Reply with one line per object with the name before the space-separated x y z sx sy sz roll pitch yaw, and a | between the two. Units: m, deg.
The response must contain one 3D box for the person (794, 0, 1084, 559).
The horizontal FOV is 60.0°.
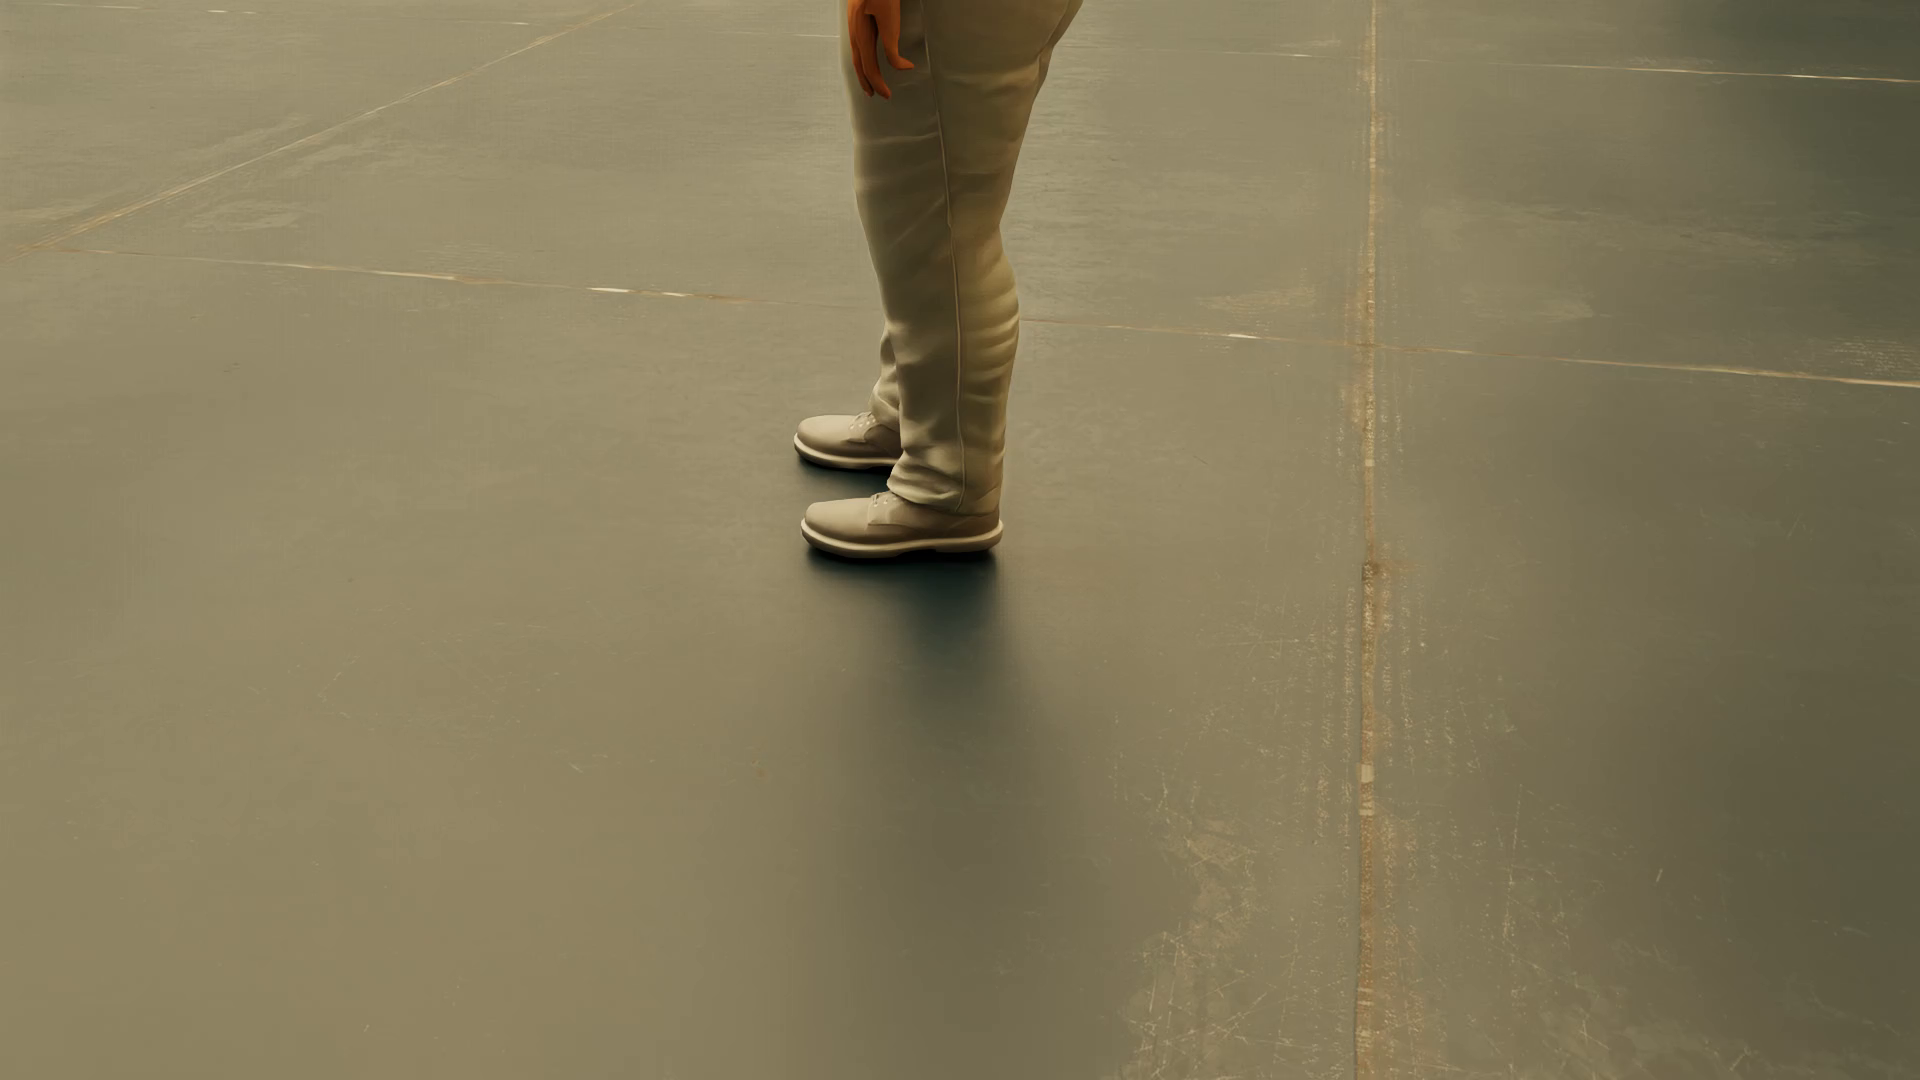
person | -0.070 -0.768 2.156 0.529 1.670 0.598 6 27 11
